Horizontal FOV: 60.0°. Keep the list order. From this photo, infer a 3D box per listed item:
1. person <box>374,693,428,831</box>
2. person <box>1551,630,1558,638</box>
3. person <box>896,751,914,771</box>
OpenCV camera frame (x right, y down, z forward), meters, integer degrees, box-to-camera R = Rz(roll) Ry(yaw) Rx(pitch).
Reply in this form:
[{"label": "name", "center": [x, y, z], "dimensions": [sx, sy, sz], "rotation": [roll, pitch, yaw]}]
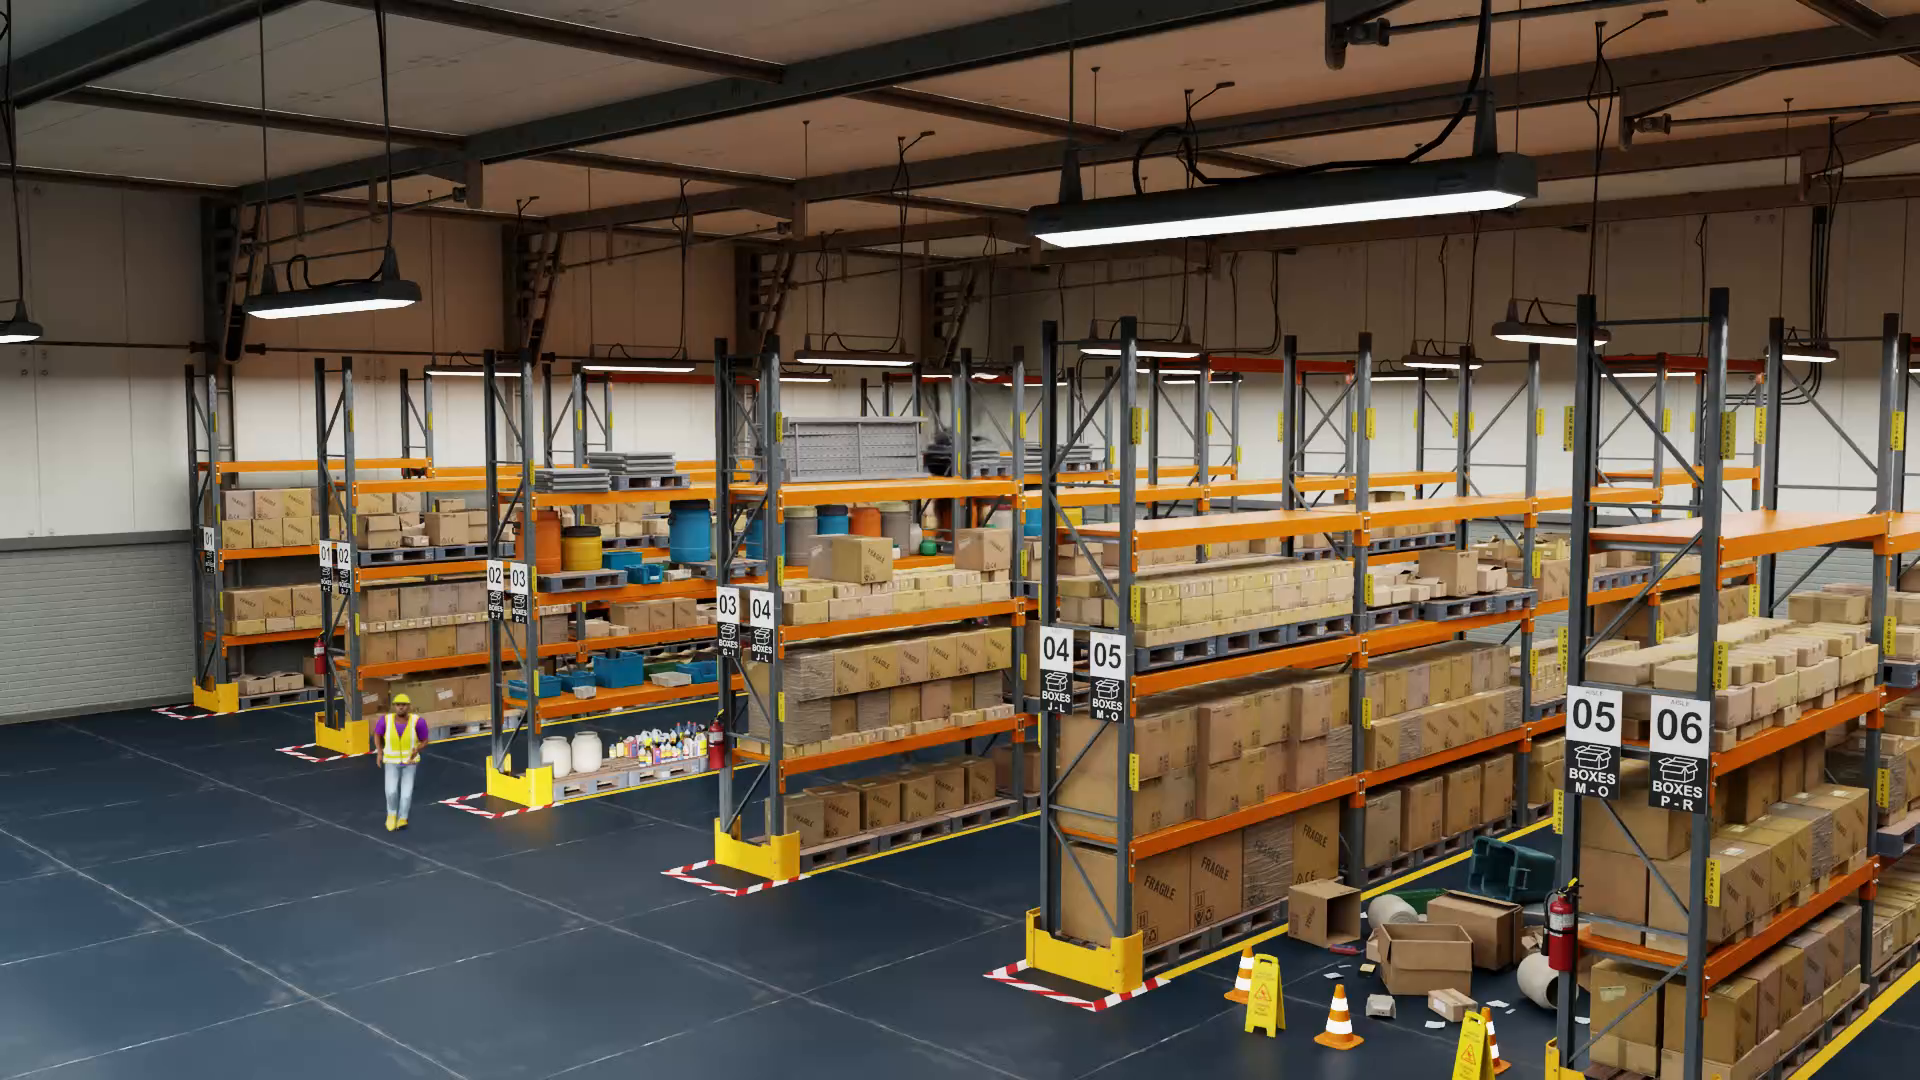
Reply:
[{"label": "person", "center": [-6.878, 2.732, 20.498], "dimensions": [0.634, 1.706, 0.733], "rotation": [-1, 5, -19]}, {"label": "person", "center": [9.580, 2.281, 26.627], "dimensions": [0.635, 1.720, 0.826], "rotation": [4, 6, 43]}, {"label": "person", "center": [-0.853, 2.496, 23.435], "dimensions": [0.642, 1.767, 0.647], "rotation": [3, 5, 36]}]
